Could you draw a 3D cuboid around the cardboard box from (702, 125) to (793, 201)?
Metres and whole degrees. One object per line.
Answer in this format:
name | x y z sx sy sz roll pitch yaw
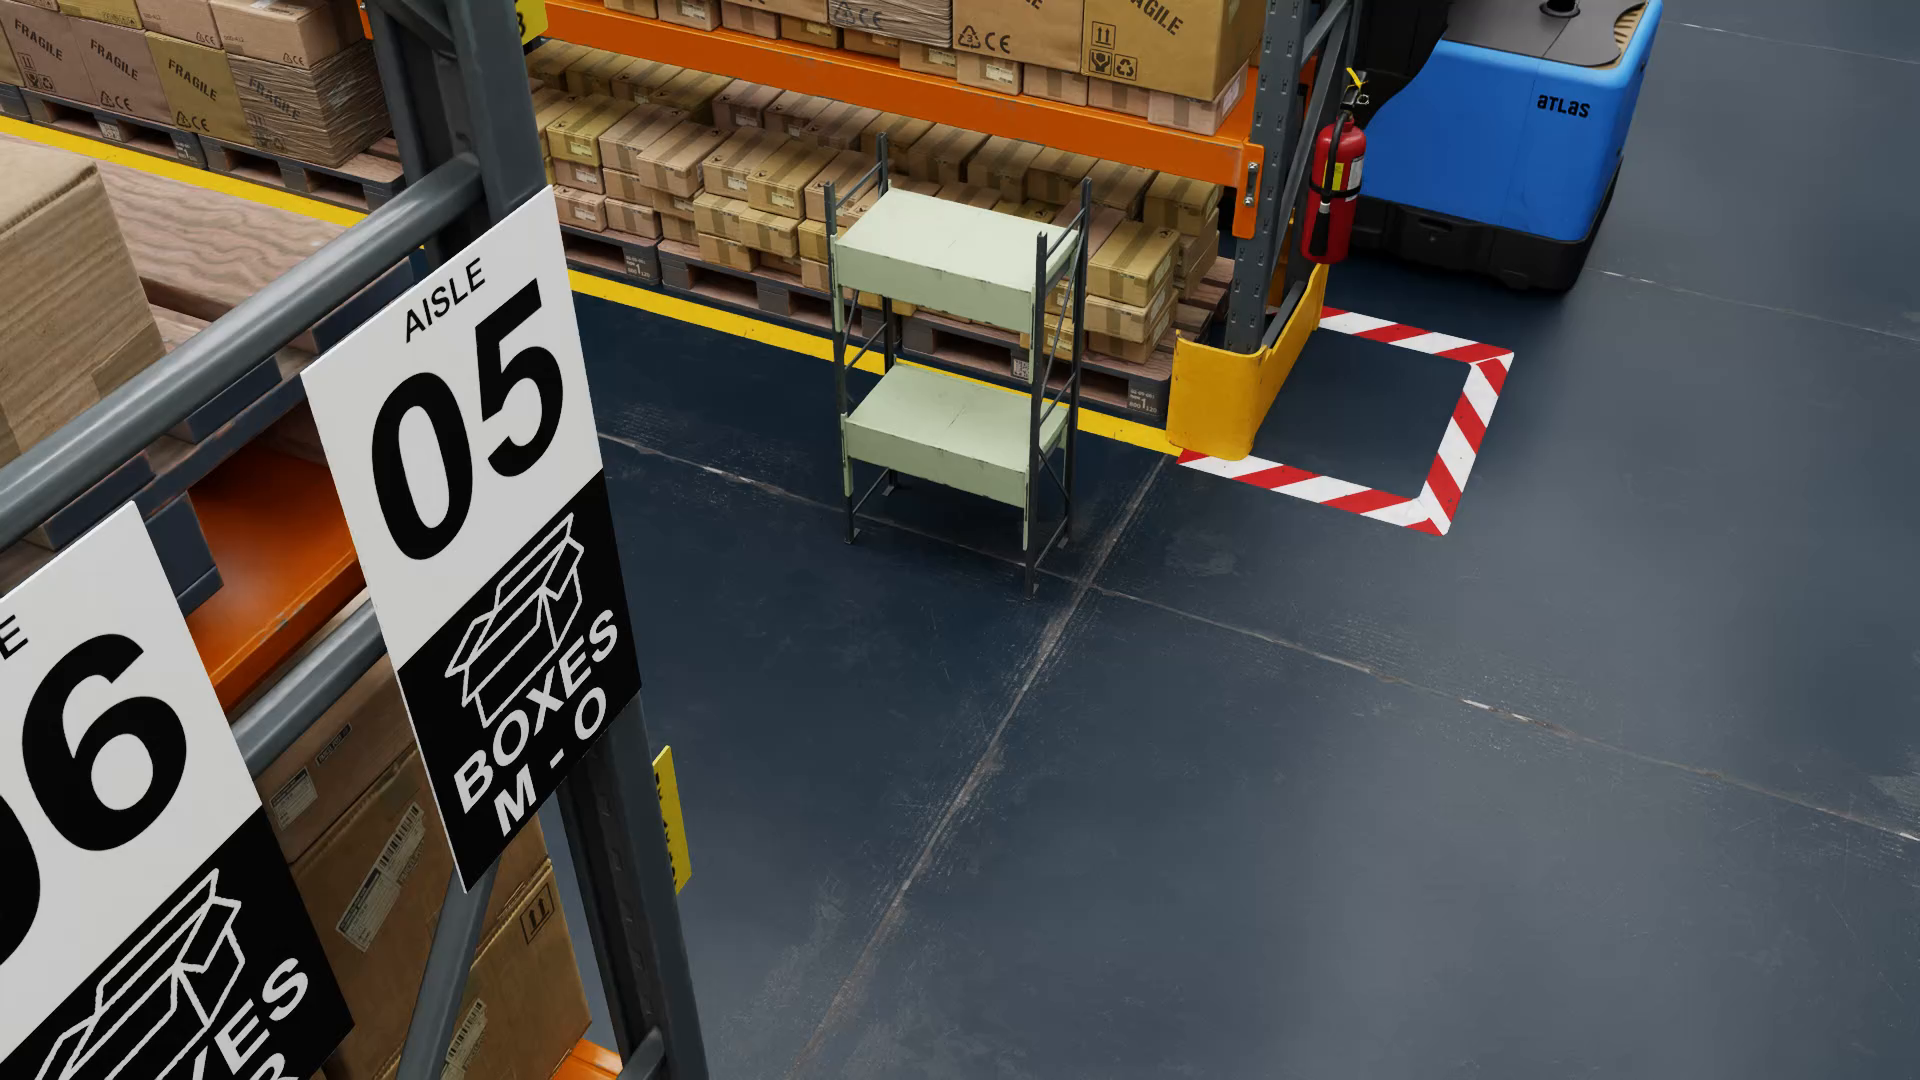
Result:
cardboard box | -0.920 -1.645 7.260 0.250 0.149 0.380 15 43 17

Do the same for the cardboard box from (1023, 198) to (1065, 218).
cardboard box | 0.432 -1.422 7.229 0.250 0.149 0.380 18 44 19

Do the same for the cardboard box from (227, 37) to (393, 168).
cardboard box | -3.120 -2.183 8.067 0.500 0.500 0.500 16 43 18

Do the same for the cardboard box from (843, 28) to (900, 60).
cardboard box | -0.263 -2.043 6.508 0.250 0.149 0.380 15 43 17

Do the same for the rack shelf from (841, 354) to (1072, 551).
rack shelf | -0.006 -0.322 5.974 0.720 0.370 0.431 17 44 19

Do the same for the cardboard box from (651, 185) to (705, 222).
cardboard box | -1.164 -1.588 7.421 0.250 0.149 0.380 19 44 21

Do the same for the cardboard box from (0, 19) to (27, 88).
cardboard box | -4.978 -2.751 8.722 0.500 0.500 0.500 17 44 19

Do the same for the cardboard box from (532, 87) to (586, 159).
cardboard box | -1.894 -1.890 7.542 0.250 0.149 0.380 19 44 21

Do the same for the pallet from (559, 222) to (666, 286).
pallet | -1.720 -1.695 8.045 1.213 0.211 1.003 17 44 19

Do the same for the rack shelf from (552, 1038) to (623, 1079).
rack shelf | -2.532 0.878 3.496 4.000 0.370 1.077 17 44 19

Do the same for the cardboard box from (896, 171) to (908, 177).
cardboard box | -0.299 -1.625 7.464 0.250 0.149 0.380 19 44 21

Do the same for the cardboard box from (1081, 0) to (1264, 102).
cardboard box | 0.766 -1.928 5.881 0.500 0.500 0.500 18 44 19

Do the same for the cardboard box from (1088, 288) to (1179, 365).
cardboard box | 0.716 -0.910 6.865 0.250 0.149 0.380 18 44 19

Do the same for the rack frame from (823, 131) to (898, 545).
rack frame | -0.338 -0.670 5.878 0.023 1.500 0.400 17 44 19

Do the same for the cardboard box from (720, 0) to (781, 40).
cardboard box | -0.748 -2.164 6.648 0.250 0.149 0.380 19 44 20

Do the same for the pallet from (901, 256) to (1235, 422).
pallet | 0.492 -1.019 7.265 1.213 0.211 1.003 17 44 19

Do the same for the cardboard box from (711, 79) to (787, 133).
cardboard box | -0.947 -2.026 7.699 0.250 0.149 0.380 15 43 17

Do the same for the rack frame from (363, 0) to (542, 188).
rack frame | -2.343 -2.914 7.322 0.127 3.000 1.000 17 44 19

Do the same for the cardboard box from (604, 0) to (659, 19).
cardboard box | -1.251 -2.289 6.792 0.250 0.149 0.380 18 44 19

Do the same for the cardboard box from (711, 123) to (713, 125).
cardboard box | -1.237 -1.950 7.839 0.250 0.149 0.380 17 44 19

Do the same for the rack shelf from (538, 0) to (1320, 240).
rack shelf | -0.531 -2.088 6.918 4.000 0.370 1.077 17 44 19

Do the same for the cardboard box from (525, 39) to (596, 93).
cardboard box | -1.911 -2.276 7.988 0.250 0.149 0.380 18 44 20

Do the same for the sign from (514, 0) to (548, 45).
sign | -0.480 -0.662 1.705 0.005 0.325 0.100 17 44 19

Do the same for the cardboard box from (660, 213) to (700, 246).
cardboard box | -1.151 -1.498 7.544 0.250 0.149 0.380 15 43 17

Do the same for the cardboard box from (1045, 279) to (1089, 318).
cardboard box | 0.469 -1.081 6.836 0.250 0.149 0.380 16 43 18

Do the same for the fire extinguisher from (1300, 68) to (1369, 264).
fire extinguisher | 1.315 -1.292 5.795 0.183 0.674 0.296 17 44 19

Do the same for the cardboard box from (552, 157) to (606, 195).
cardboard box | -1.647 -1.754 7.613 0.250 0.149 0.380 17 44 18

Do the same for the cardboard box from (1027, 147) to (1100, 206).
cardboard box | 0.476 -1.610 7.219 0.250 0.149 0.380 17 44 19

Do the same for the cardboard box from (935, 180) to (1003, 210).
cardboard box | -0.005 -1.318 6.882 0.250 0.149 0.380 15 43 17

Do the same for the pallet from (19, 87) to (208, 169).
pallet | -4.159 -2.412 8.871 1.213 0.211 1.003 17 44 19

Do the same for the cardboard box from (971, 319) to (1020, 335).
cardboard box | 0.238 -1.045 7.021 0.250 0.149 0.380 17 44 18

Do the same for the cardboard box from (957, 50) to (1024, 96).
cardboard box | 0.182 -1.842 6.277 0.250 0.149 0.380 18 44 20

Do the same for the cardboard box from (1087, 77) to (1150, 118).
cardboard box | 0.657 -1.725 6.142 0.250 0.149 0.380 17 44 19

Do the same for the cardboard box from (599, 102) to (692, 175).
cardboard box | -1.398 -1.791 7.428 0.250 0.149 0.380 16 43 18

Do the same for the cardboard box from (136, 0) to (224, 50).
cardboard box | -3.585 -2.618 7.995 0.500 0.250 0.500 19 44 21

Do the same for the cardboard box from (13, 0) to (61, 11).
cardboard box | -4.543 -2.899 8.320 0.500 0.250 0.500 17 44 19

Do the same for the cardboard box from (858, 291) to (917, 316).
cardboard box | -0.249 -1.139 7.130 0.250 0.149 0.380 15 43 17

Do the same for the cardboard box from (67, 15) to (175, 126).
cardboard box | -4.048 -2.470 8.398 0.500 0.500 0.500 16 43 18

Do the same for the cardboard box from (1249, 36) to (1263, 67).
cardboard box | 1.127 -1.996 6.454 0.250 0.149 0.380 17 44 18

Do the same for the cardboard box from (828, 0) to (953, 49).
cardboard box | -0.162 -2.208 6.204 0.500 0.500 0.500 17 44 19

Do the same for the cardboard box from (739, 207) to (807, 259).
cardboard box | -0.749 -1.397 7.201 0.250 0.149 0.380 17 44 19

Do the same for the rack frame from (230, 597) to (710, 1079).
rack frame | -0.720 1.160 2.622 0.127 3.000 1.000 17 44 19

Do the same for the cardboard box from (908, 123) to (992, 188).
cardboard box | -0.031 -1.712 7.337 0.250 0.149 0.380 19 44 20

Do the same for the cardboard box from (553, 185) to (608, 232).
cardboard box | -1.661 -1.592 7.653 0.250 0.149 0.380 17 44 18

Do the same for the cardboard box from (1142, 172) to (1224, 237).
cardboard box | 0.950 -1.459 7.045 0.250 0.149 0.380 15 43 17

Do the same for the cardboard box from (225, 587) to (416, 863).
cardboard box | -0.924 0.237 2.352 0.250 0.149 0.380 18 44 20

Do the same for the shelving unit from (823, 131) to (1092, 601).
shelving unit | -0.006 -0.569 5.761 0.755 1.500 0.431 17 44 19

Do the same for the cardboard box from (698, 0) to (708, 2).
cardboard box | -1.108 -2.484 6.522 0.500 0.500 0.500 16 43 18

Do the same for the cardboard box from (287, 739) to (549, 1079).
cardboard box | -1.034 0.442 2.610 0.500 0.500 0.500 16 43 18

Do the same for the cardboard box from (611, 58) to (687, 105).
cardboard box | -1.434 -2.164 7.858 0.250 0.149 0.380 17 44 18

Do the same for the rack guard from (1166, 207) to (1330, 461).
rack guard | 1.213 -0.883 6.887 0.348 0.500 1.175 17 44 19

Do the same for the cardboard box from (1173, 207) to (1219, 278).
cardboard box | 0.915 -1.297 7.086 0.250 0.149 0.380 19 44 20

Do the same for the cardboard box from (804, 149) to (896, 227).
cardboard box | -0.464 -1.498 7.090 0.250 0.149 0.380 16 43 17

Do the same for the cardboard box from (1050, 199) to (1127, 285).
cardboard box | 0.491 -1.212 6.760 0.250 0.149 0.380 18 44 19

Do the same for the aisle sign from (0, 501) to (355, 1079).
aisle sign | -0.786 0.381 1.535 0.004 0.787 0.394 17 44 19

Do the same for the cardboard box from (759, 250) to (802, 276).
cardboard box | -0.686 -1.341 7.363 0.250 0.149 0.380 18 44 20

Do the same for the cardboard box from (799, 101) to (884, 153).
cardboard box | -0.519 -1.825 7.467 0.250 0.149 0.380 17 44 19

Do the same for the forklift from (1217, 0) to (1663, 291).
forklift | 1.607 -2.903 7.362 3.031 2.935 1.130 18 44 20
